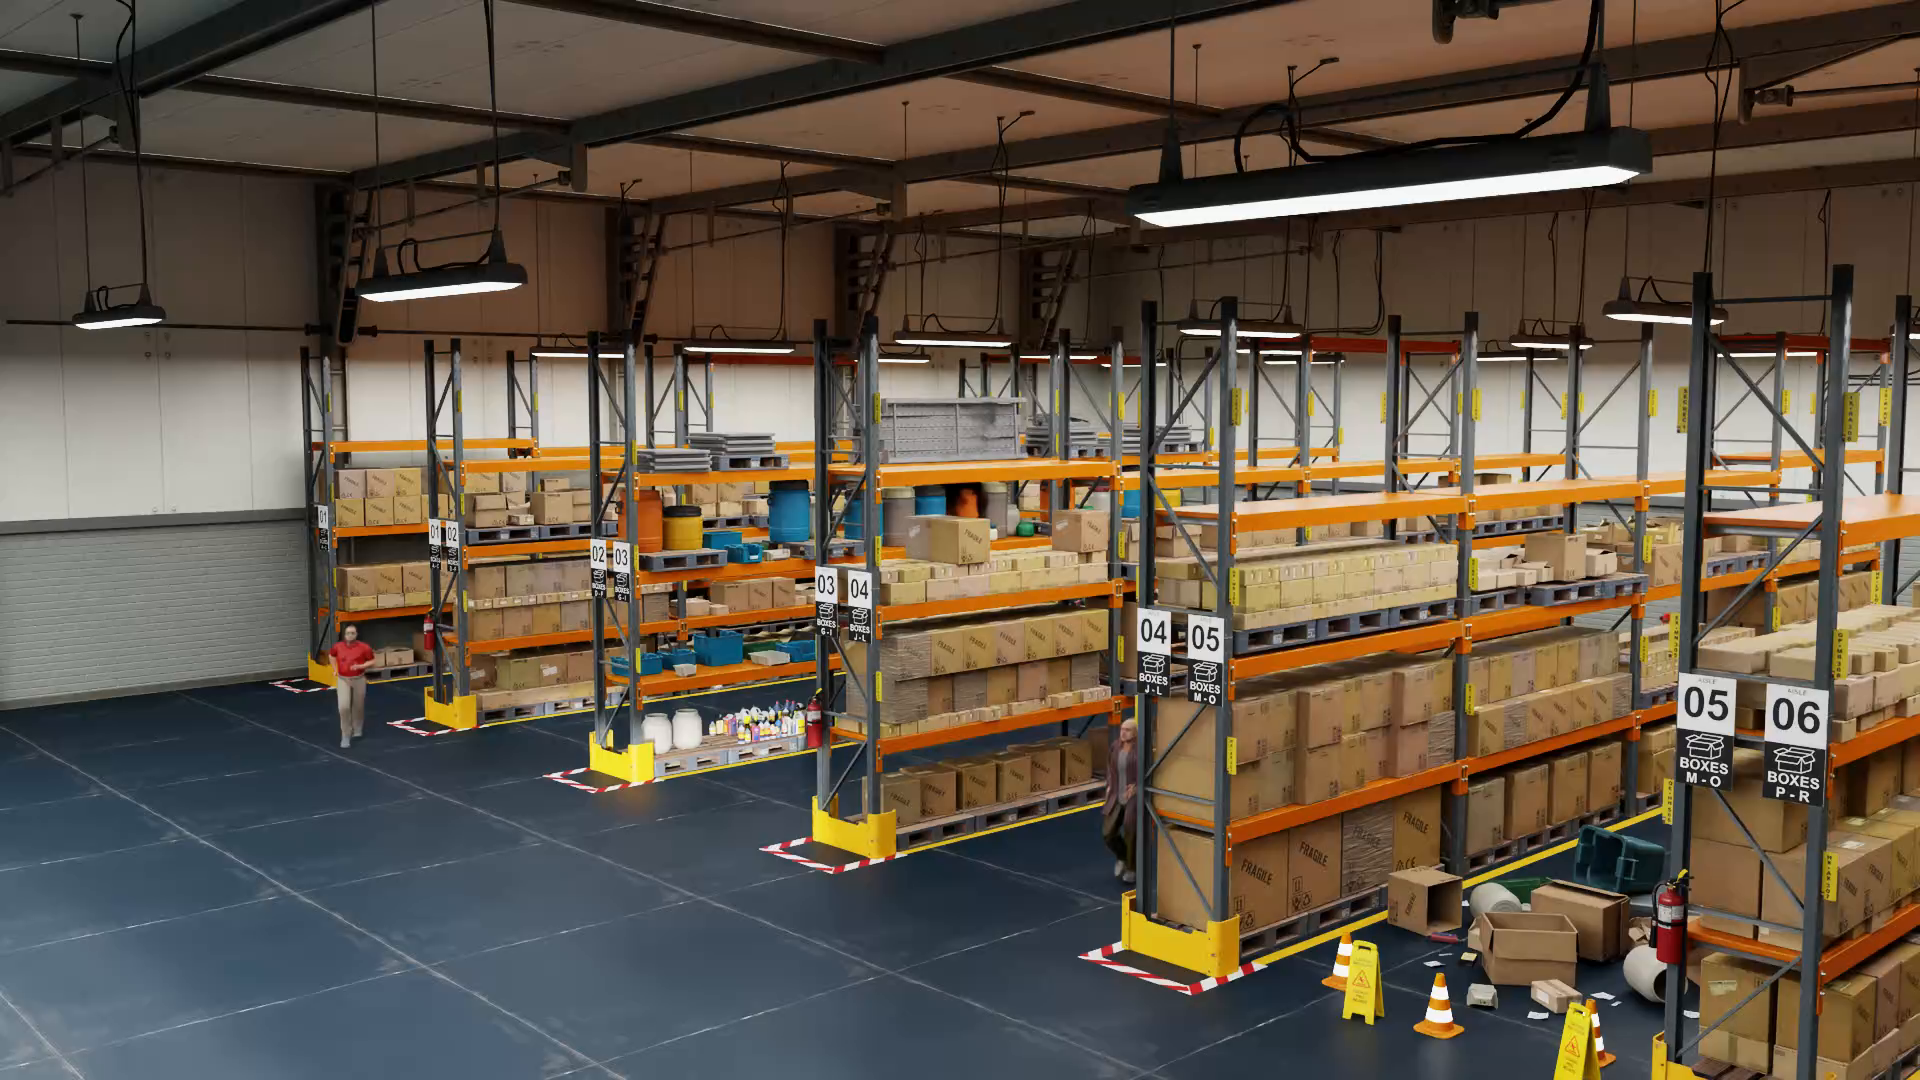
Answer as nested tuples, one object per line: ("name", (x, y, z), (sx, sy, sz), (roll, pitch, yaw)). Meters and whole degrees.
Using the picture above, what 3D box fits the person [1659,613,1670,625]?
("person", (11.075, 2.011, 25.999), (0.653, 1.736, 0.699), (-3, 6, -34))

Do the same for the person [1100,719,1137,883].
("person", (1.755, 2.753, 17.495), (0.717, 1.747, 0.645), (3, 6, 33))

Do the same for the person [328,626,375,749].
("person", (-8.983, 2.150, 24.577), (0.657, 1.789, 0.758), (-2, 5, -17))
